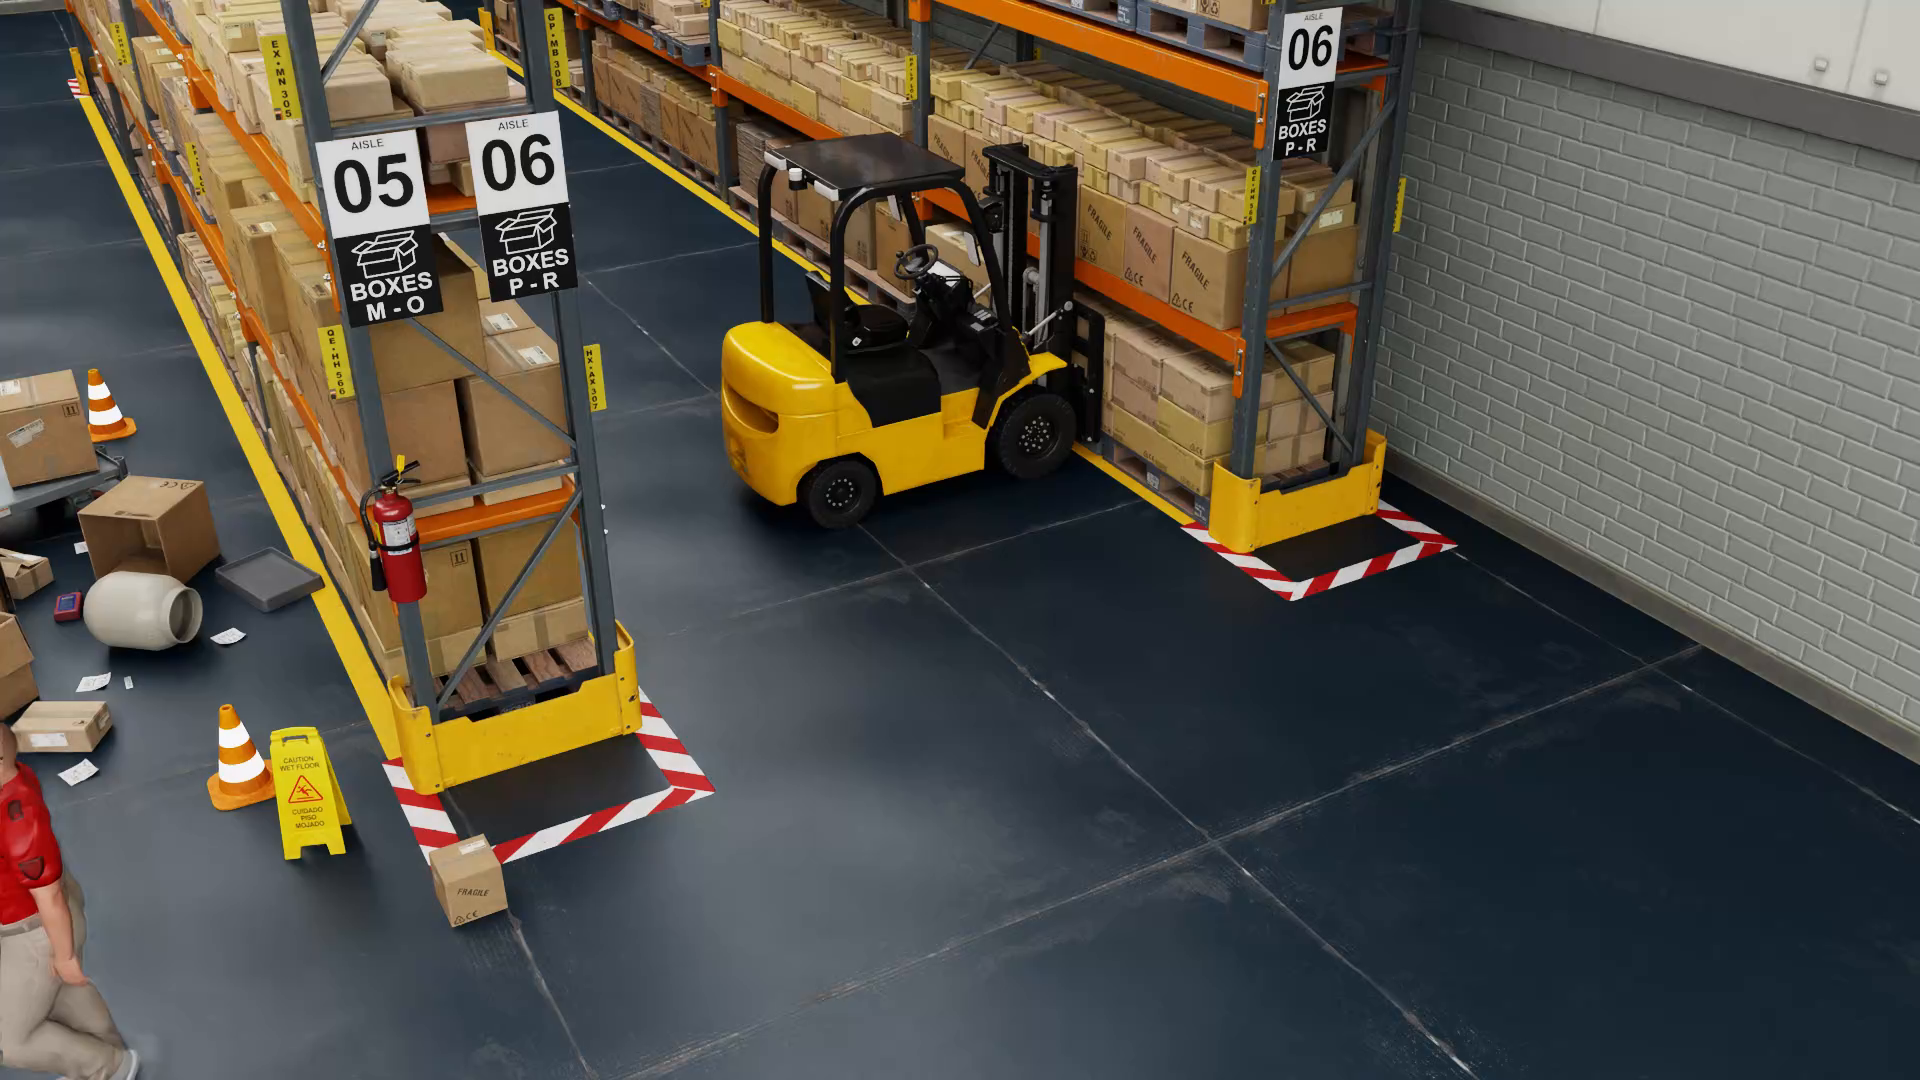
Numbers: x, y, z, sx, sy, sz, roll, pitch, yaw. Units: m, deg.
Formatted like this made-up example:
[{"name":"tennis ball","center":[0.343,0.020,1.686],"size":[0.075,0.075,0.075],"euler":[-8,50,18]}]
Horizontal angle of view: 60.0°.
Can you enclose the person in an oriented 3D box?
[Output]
[{"name":"person","center":[-3.380,1.417,5.993],"size":[0.432,1.753,0.554],"euler":[-16,33,-27]}]
